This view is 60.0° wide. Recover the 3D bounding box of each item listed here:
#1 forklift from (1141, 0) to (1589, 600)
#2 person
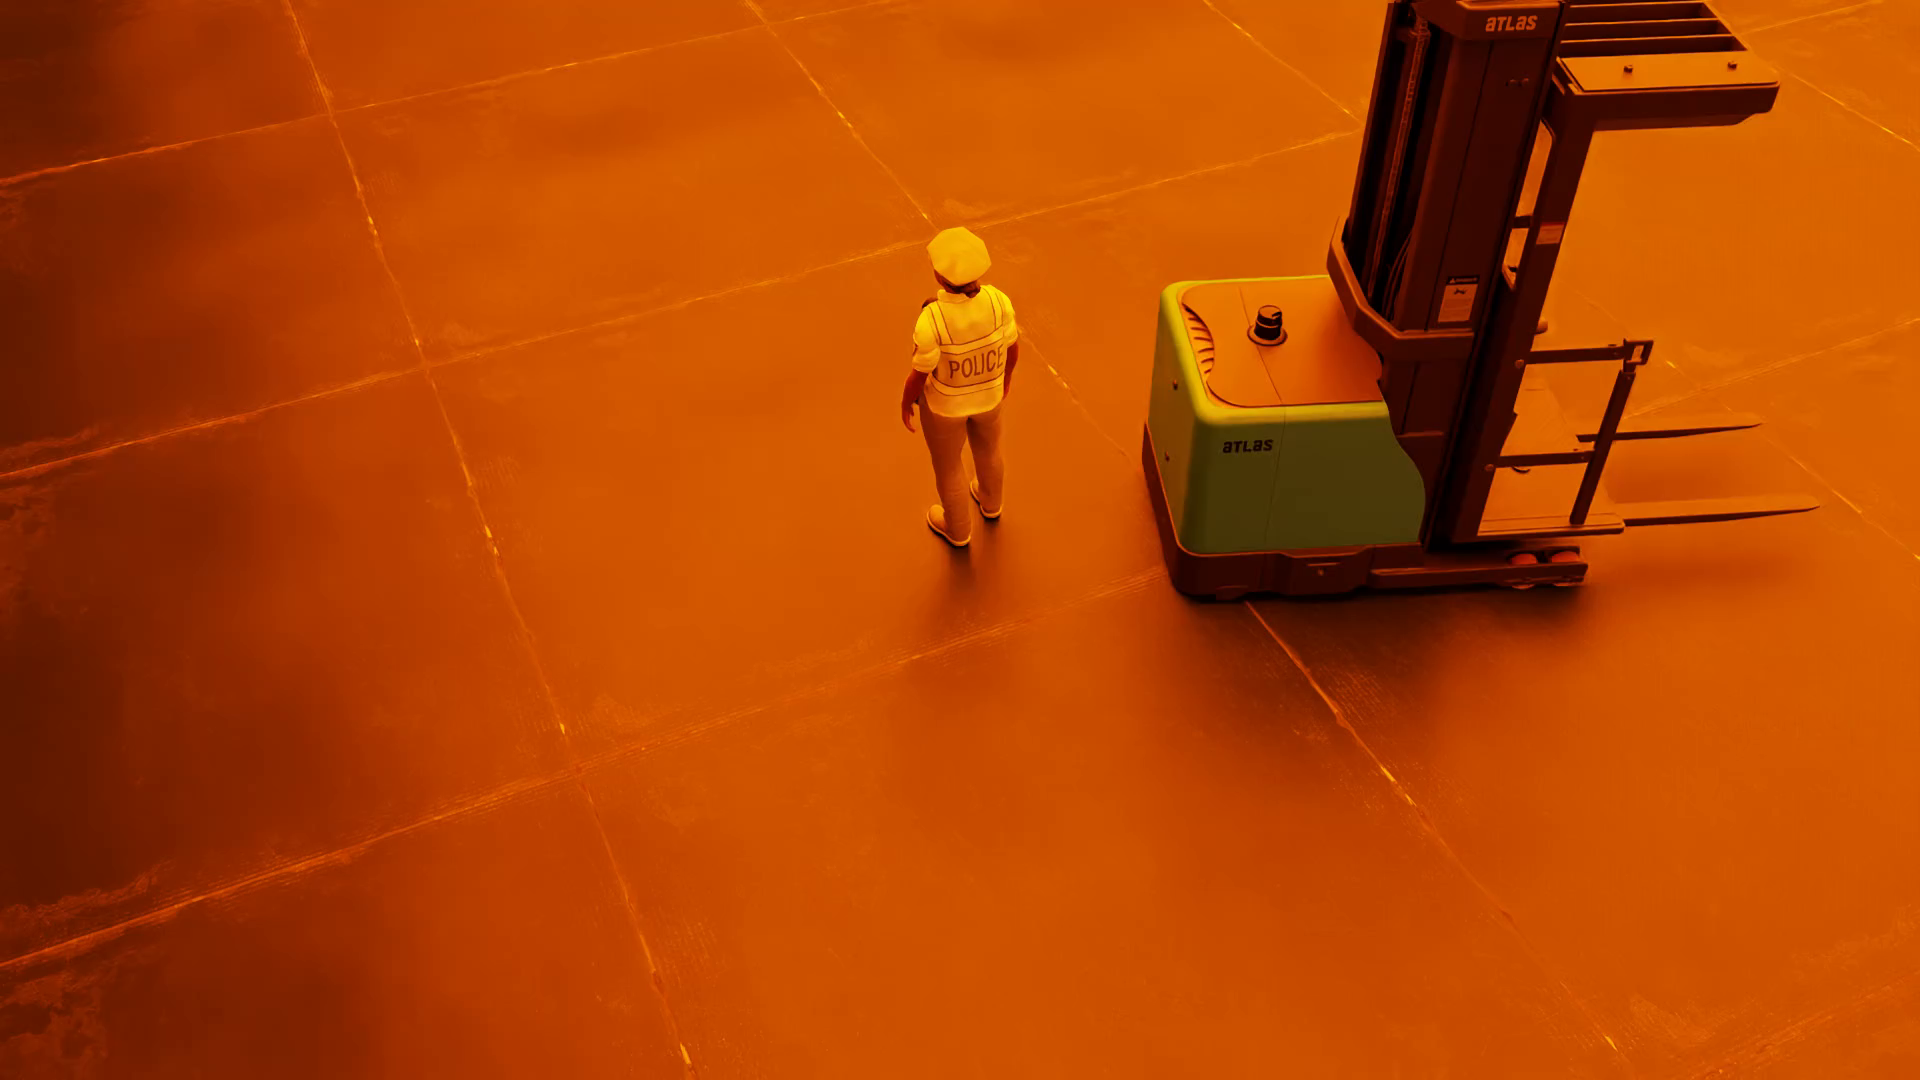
[{"bbox_3d":[2.433,-1.208,6.974,3.031,2.935,1.130,-3,43,-3],"label":"forklift"},{"bbox_3d":[0.007,-0.656,7.231,0.510,1.628,0.394,-18,46,-18],"label":"person"}]
